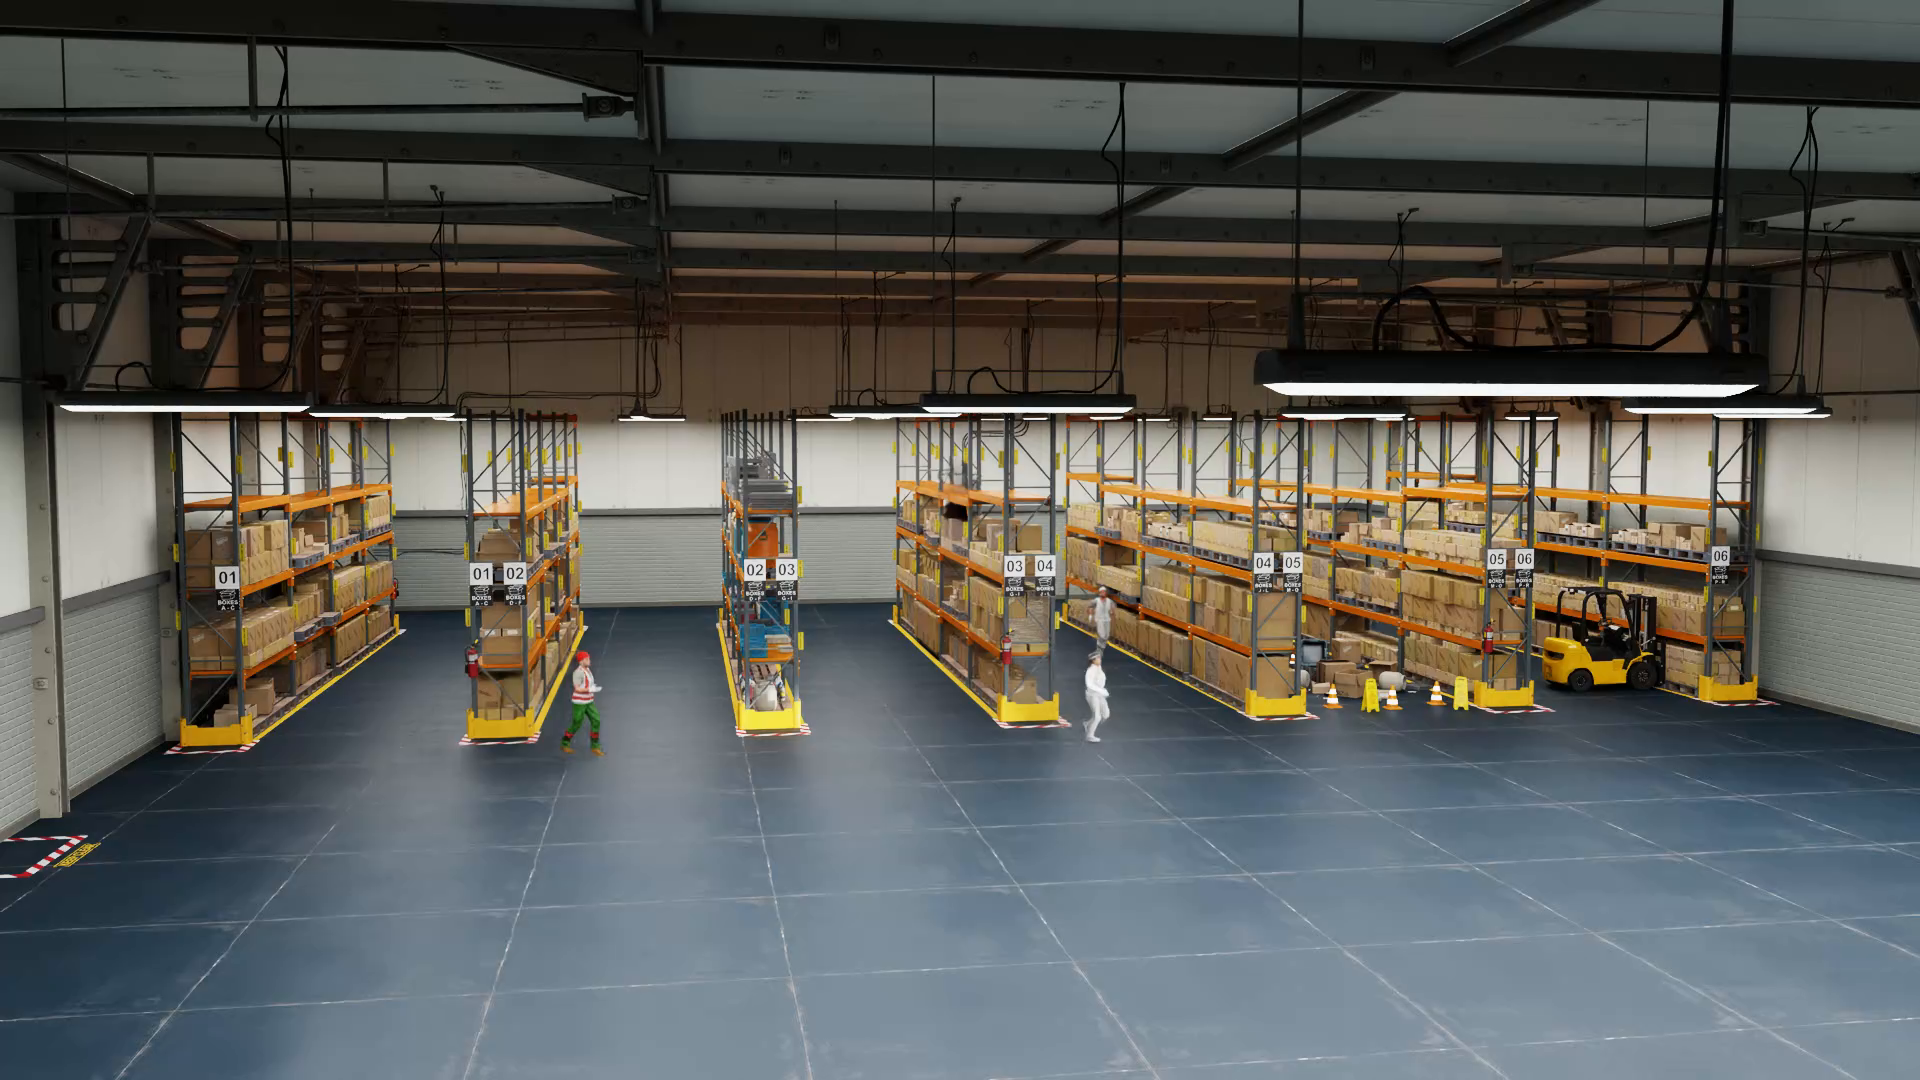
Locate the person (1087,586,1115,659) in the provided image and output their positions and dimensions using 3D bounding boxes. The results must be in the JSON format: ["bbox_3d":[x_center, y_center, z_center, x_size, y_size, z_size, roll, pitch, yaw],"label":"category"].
[{"bbox_3d":[3.463,2.019,40.293,0.641,1.785,0.701,-1,4,-18],"label":"person"}]

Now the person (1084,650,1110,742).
[{"bbox_3d":[2.466,2.802,29.946,0.569,1.649,0.663,2,5,29],"label":"person"}]

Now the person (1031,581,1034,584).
[{"bbox_3d":[1.806,1.535,48.399,0.735,1.646,0.670,2,4,27],"label":"person"}]

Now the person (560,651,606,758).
[{"bbox_3d":[-6.489,2.828,28.550,0.818,1.849,0.670,1,4,16],"label":"person"}]
